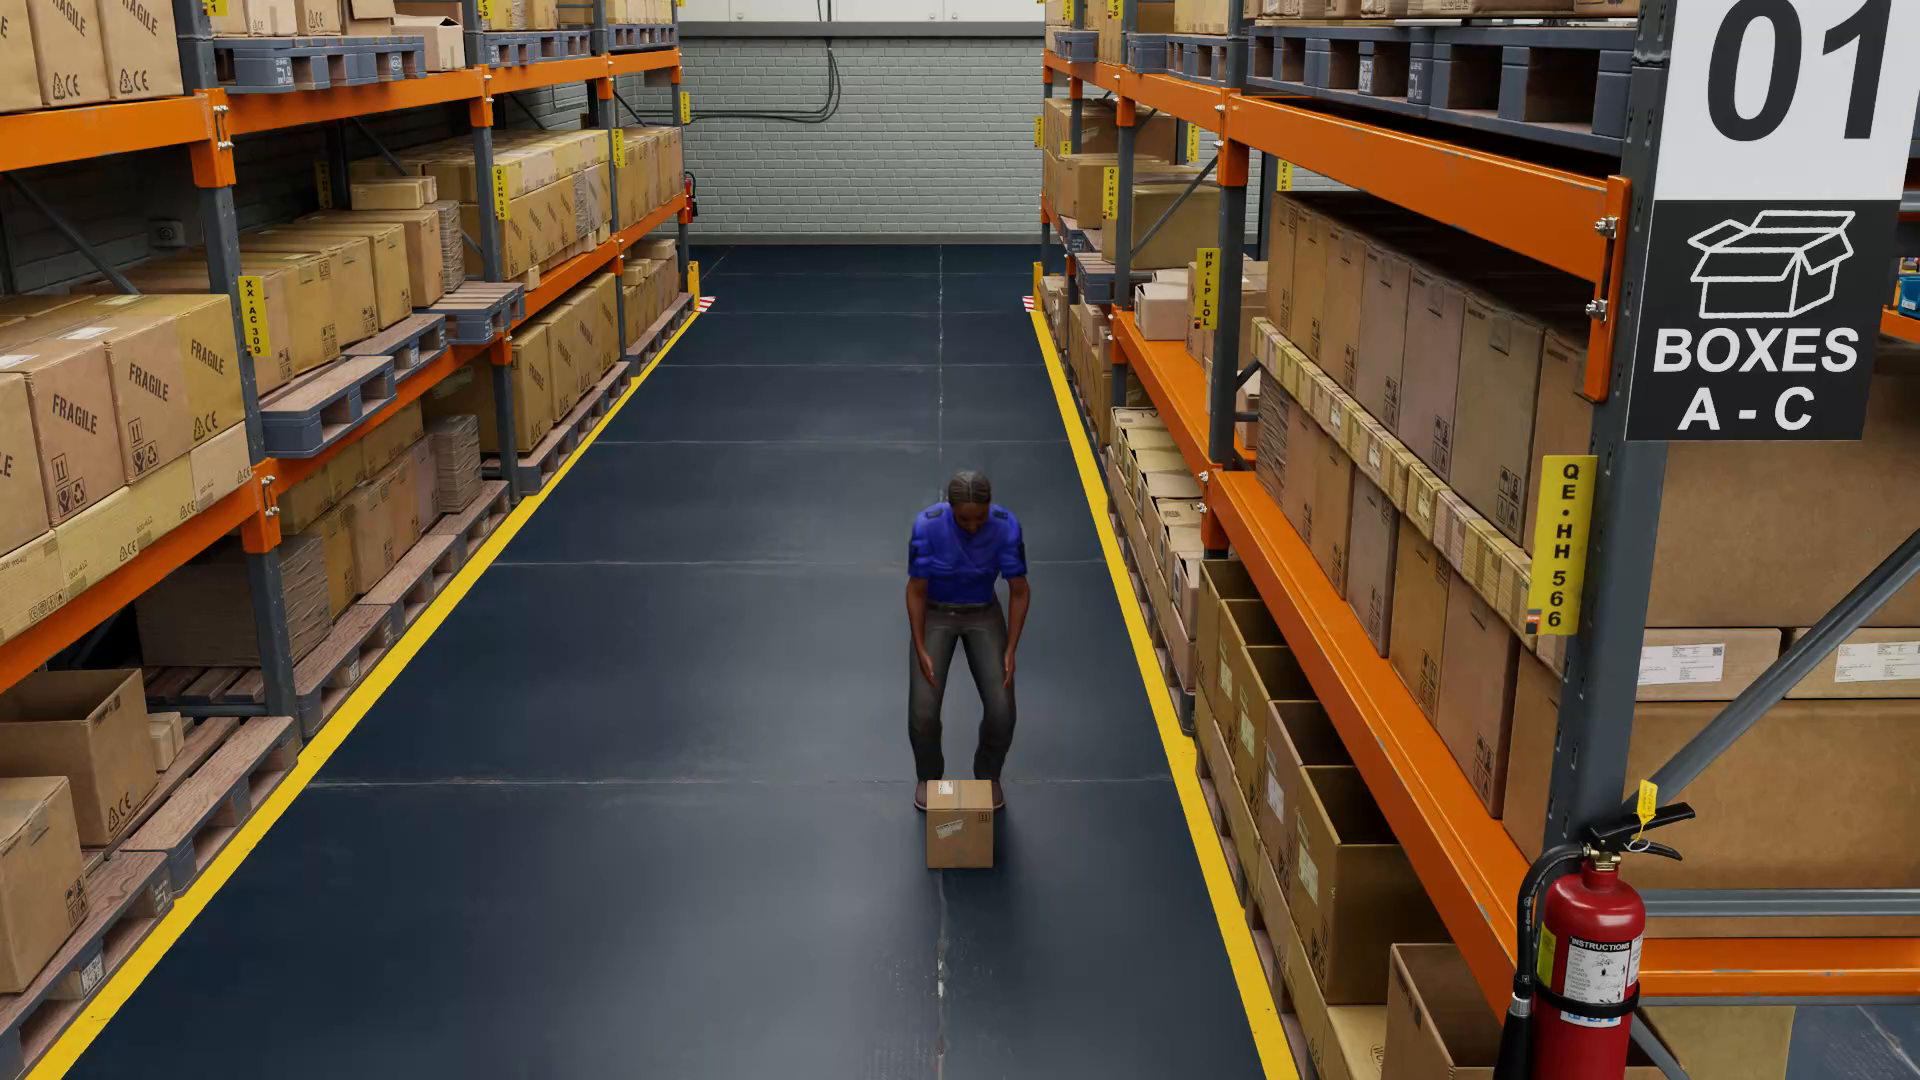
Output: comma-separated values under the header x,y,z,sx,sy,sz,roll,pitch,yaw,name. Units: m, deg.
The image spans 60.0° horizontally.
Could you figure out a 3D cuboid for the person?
x,y,z,sx,sy,sz,roll,pitch,yaw,name
0.031,0.385,6.664,0.490,1.465,0.556,0,17,0,person
